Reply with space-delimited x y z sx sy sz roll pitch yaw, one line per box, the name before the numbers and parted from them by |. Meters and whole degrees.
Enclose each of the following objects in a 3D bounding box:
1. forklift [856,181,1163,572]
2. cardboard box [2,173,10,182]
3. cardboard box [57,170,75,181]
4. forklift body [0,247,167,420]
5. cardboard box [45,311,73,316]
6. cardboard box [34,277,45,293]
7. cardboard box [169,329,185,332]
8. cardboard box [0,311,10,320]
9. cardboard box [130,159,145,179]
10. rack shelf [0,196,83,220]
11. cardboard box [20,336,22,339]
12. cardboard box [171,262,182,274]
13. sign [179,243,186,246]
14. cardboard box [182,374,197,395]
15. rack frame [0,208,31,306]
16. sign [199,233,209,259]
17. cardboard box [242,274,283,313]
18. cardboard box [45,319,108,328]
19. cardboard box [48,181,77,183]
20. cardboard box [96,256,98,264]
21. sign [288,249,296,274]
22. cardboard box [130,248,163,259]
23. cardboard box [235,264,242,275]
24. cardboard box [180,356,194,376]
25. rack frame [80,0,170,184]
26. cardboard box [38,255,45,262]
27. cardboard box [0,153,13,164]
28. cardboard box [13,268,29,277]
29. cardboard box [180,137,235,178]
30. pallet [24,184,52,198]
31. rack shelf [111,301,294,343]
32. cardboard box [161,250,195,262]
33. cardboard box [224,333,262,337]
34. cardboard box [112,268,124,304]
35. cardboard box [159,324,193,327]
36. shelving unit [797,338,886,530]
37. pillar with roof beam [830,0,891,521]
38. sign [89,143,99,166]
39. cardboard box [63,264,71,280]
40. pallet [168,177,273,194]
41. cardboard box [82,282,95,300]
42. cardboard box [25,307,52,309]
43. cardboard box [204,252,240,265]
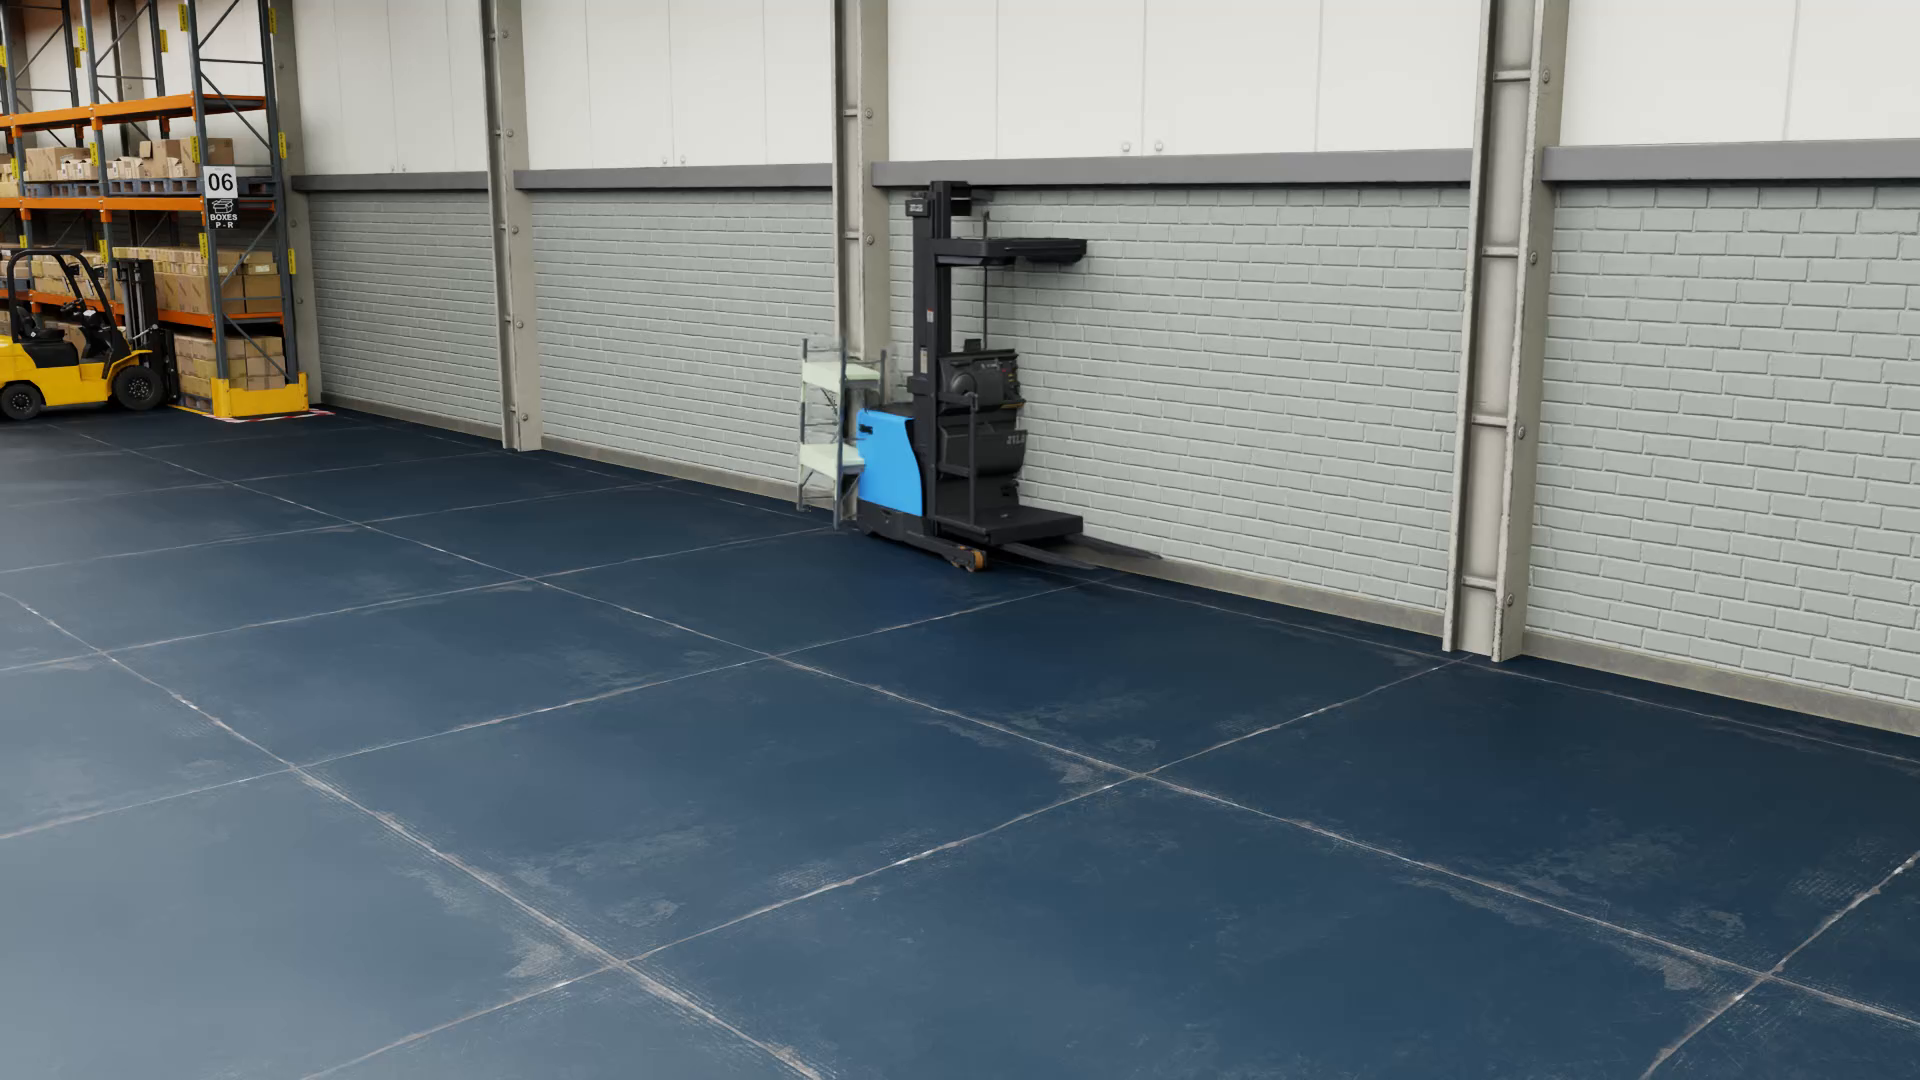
forklift | 0.362 -1.301 12.965 1.130 2.935 3.031 -8 14 -33
cardboard box | -15.777 -6.055 27.817 0.380 0.149 0.250 -11 16 -43
cardboard box | -13.576 -5.581 25.466 0.380 0.149 0.250 -11 16 -43
forklift body | -11.931 -2.772 22.037 2.313 2.155 1.214 -11 16 -43
cardboard box | -15.691 -3.903 28.970 0.380 0.149 0.250 -11 16 -44
cardboard box | -14.697 -4.161 27.045 0.500 0.250 0.500 -11 16 -42
cardboard box | -11.259 -2.837 23.541 0.500 0.250 0.500 -10 15 -41
cardboard box | -16.587 -3.945 29.171 0.380 0.149 0.250 -10 15 -41
cardboard box | -11.259 -5.148 23.077 0.258 0.266 0.396 11 16 44
rack shelf | -16.208 -5.742 28.696 1.077 0.370 4.000 -11 16 -43
cardboard box | -15.612 -3.421 28.235 0.500 0.500 0.500 -11 16 -43
cardboard box | -10.458 -3.693 22.549 0.250 0.149 0.380 11 16 43
sign | -11.664 -4.290 24.957 0.100 0.325 0.005 -11 16 -43
cardboard box | -10.191 -2.123 22.555 0.500 0.250 0.500 -11 16 -43
rack frame | -17.589 -4.917 30.343 1.000 3.000 0.127 -11 16 -43
sign | -9.704 -3.775 21.344 0.100 0.325 0.005 -11 16 -43
cardboard box | -9.443 -3.325 22.371 0.500 0.500 0.500 -10 15 -41
cardboard box | -14.406 -3.283 27.255 0.875 0.625 0.625 -10 15 -41
cardboard box | -14.906 -6.011 27.602 0.380 0.149 0.250 -11 16 -42
cardboard box | -12.783 -4.213 25.072 0.380 0.149 0.250 -11 16 -43
sign | -8.896 -3.705 22.118 0.100 0.325 0.005 -11 16 -43
cardboard box | -11.527 -4.060 23.593 0.380 0.149 0.250 -10 16 -41
cardboard box | -9.565 -3.645 22.314 0.380 0.149 0.250 -11 16 -43
cardboard box | -10.203 -2.371 22.523 0.500 0.250 0.500 -11 16 -43
rack frame | -12.064 -6.688 24.070 1.000 3.000 0.127 -11 16 -43
cardboard box | -14.634 -4.573 26.821 0.380 0.149 0.250 -10 16 -41
cardboard box | -17.121 -6.797 29.606 0.396 0.266 0.258 -11 16 -43
cardboard box | -15.558 -4.458 27.698 0.380 0.149 0.250 -11 16 -42
cardboard box | -9.784 -4.969 21.626 0.500 0.500 0.500 -10 15 -41
pallet | -14.293 -5.623 26.805 1.213 0.211 1.003 -10 15 -40
rack shelf | -10.683 -3.105 23.332 1.077 0.370 4.000 -11 16 -43
cardboard box | -10.656 -3.873 22.684 0.380 0.149 0.250 -10 16 -41
cardboard box | -9.845 -2.683 22.796 0.500 0.250 0.500 -11 16 -42
cardboard box | -11.947 -3.697 24.175 0.500 0.500 0.500 11 16 44
cardboard box | -11.585 -3.053 24.592 0.500 0.250 0.500 -10 16 -41
shelving unit | -1.015 -0.916 14.120 0.431 1.500 0.755 -5 16 -30
pillar with roof beam | -3.958 -3.980 10.927 9.100 9.000 0.400 -11 16 -43
sign | -12.450 -5.549 23.915 0.100 0.325 0.005 -11 16 -43
cardboard box | -13.632 -4.182 25.911 0.500 0.250 0.500 -11 16 -42
pallet | -9.771 -4.698 22.067 1.003 0.211 1.213 -11 16 -43
cardboard box | -12.953 -3.785 25.223 0.500 0.250 0.500 -11 16 -43
cardboard box | -16.571 -4.097 29.909 0.250 0.149 0.380 11 16 42
cardboard box | -9.702 -3.701 21.848 0.380 0.149 0.250 -11 16 -42
